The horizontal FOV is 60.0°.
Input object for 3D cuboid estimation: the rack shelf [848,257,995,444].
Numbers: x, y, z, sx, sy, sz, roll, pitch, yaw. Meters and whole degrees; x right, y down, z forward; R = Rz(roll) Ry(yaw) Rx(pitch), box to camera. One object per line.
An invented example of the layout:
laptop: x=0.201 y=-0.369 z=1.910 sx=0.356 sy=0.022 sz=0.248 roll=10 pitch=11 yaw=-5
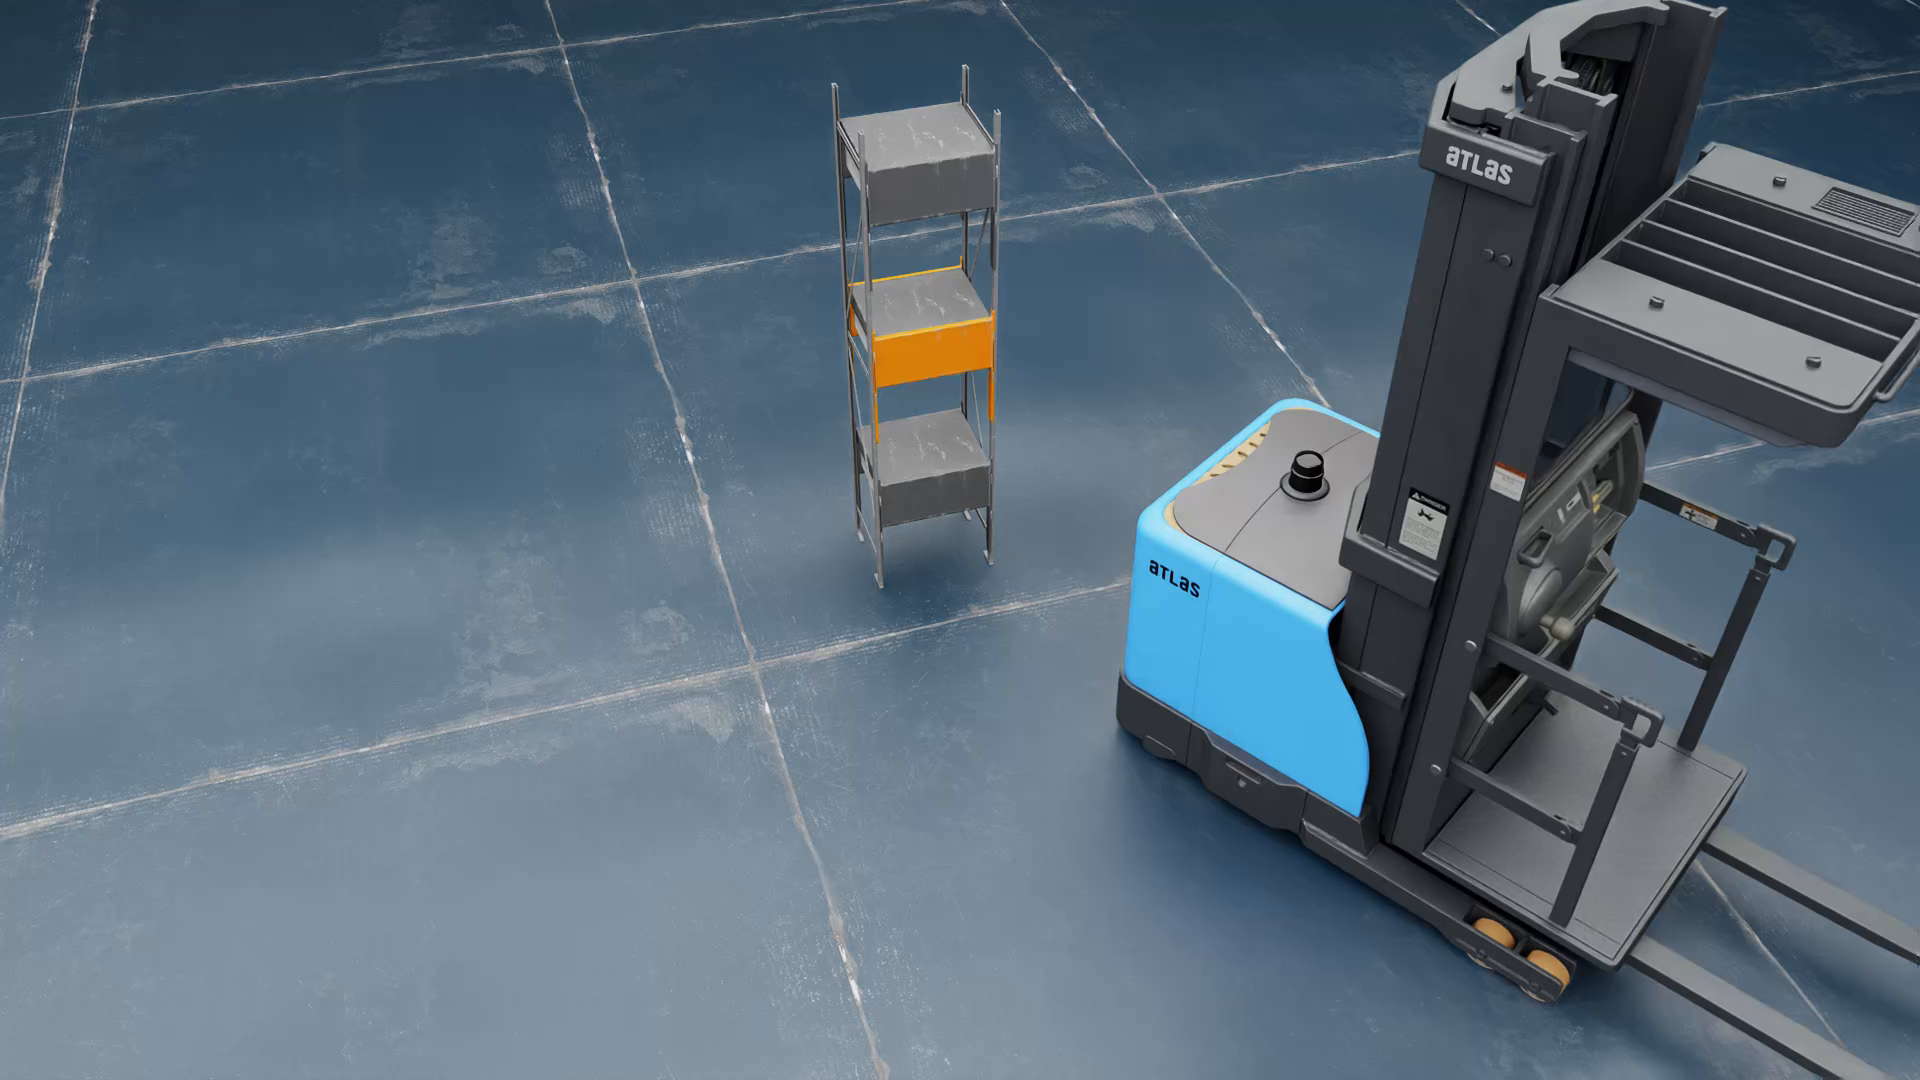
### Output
rack shelf: x=-0.158 y=-0.748 z=6.531 sx=0.480 sy=0.518 sz=0.431 roll=-12 pitch=42 yaw=-13

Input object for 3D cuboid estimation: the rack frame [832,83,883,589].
rack frame: x=-0.391 y=-0.710 z=6.467 sx=0.015 sy=2.100 sz=0.400 roll=-12 pitch=42 yaw=-13

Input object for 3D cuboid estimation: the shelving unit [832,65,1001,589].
shelving unit: x=-0.158 y=-0.758 z=6.522 sx=0.503 sy=2.100 sz=0.431 roll=-12 pitch=42 yaw=-13

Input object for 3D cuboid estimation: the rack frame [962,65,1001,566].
rack frame: x=0.075 y=-0.806 z=6.577 sx=0.015 sy=2.100 sz=0.400 roll=-12 pitch=42 yaw=-13

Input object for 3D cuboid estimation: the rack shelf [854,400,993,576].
rack shelf: x=-0.158 y=-0.221 z=6.991 sx=0.480 sy=0.518 sz=0.431 roll=-12 pitch=42 yaw=-13

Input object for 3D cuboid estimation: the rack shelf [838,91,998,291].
rack shelf: x=-0.158 y=-1.275 z=6.070 sx=0.480 sy=0.518 sz=0.431 roll=-12 pitch=42 yaw=-13

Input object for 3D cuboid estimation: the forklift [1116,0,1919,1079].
forklift: x=2.039 y=0.024 z=4.994 sx=3.031 sy=2.935 sz=1.130 roll=30 pitch=49 yaw=30
